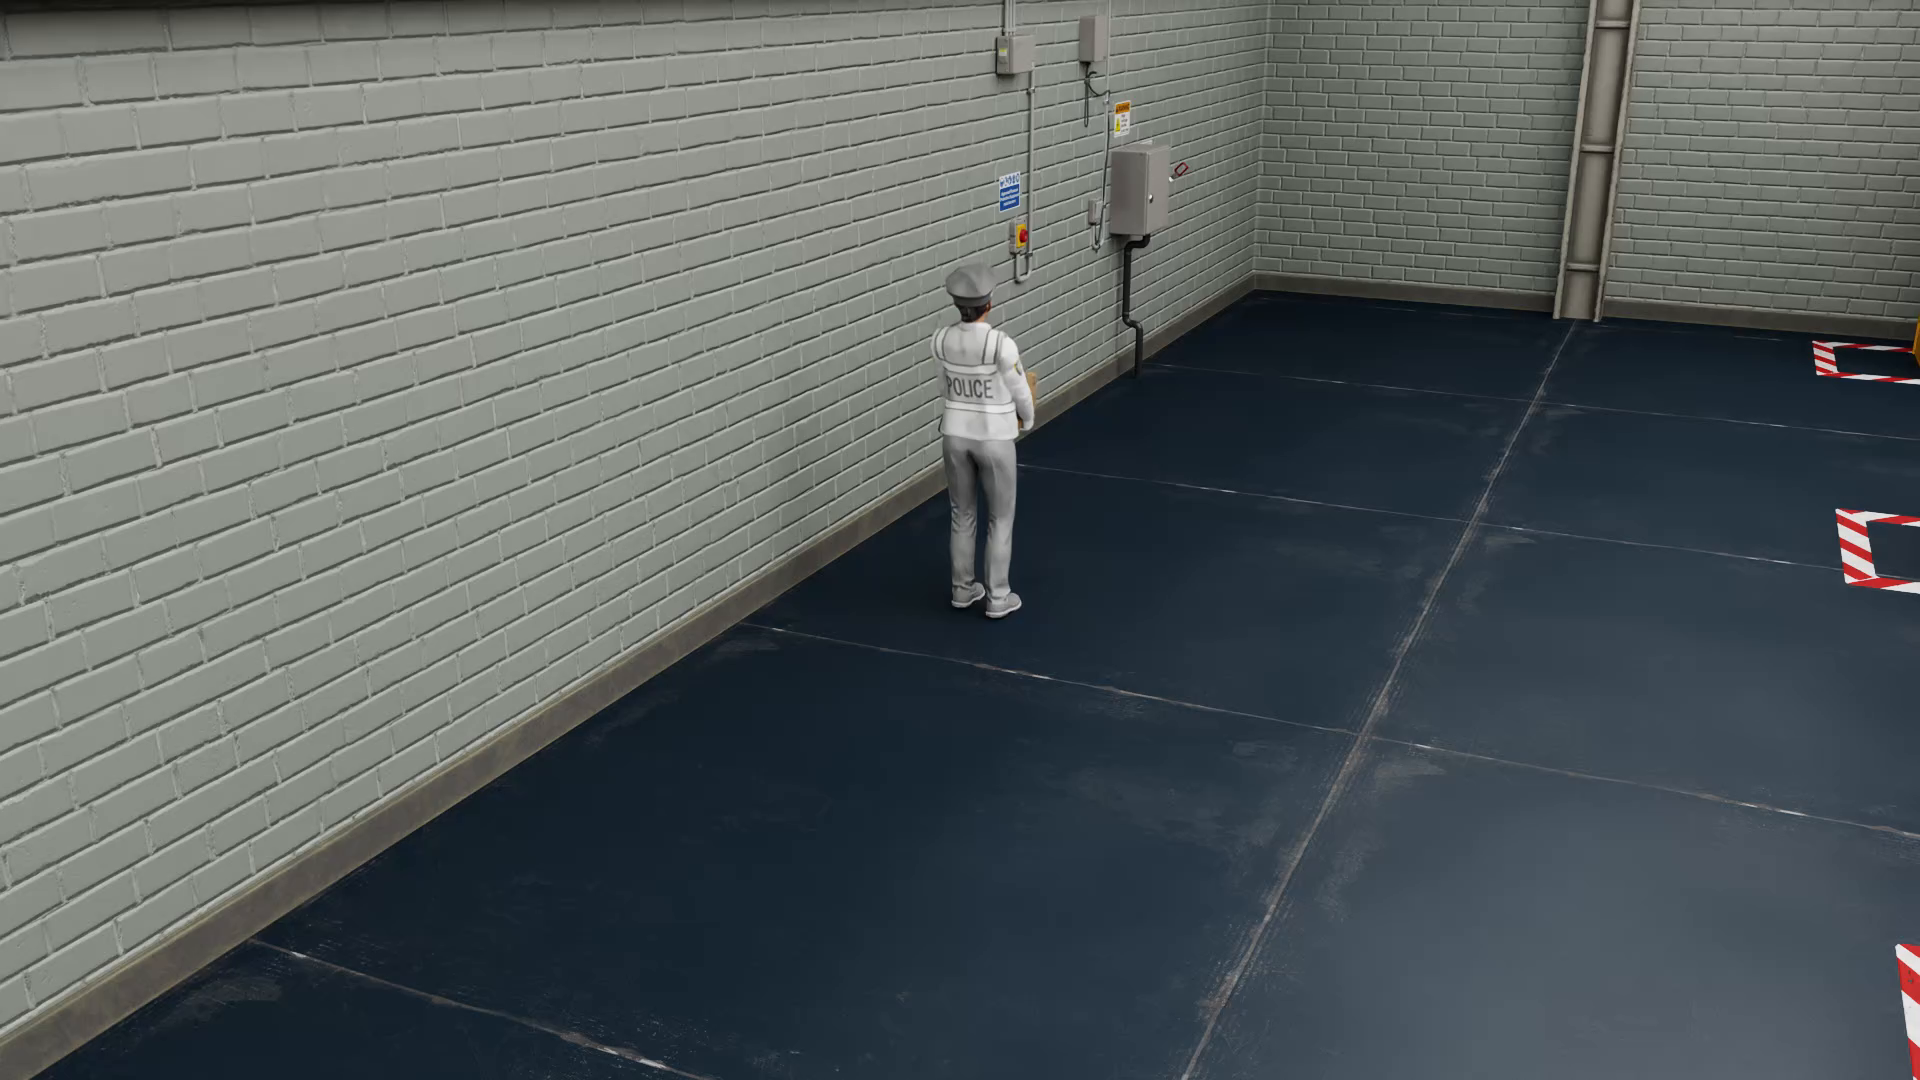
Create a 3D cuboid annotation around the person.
[{"bbox_3d":[0.125,-0.480,7.916,0.457,1.690,0.539,9,21,23],"label":"person"}]
